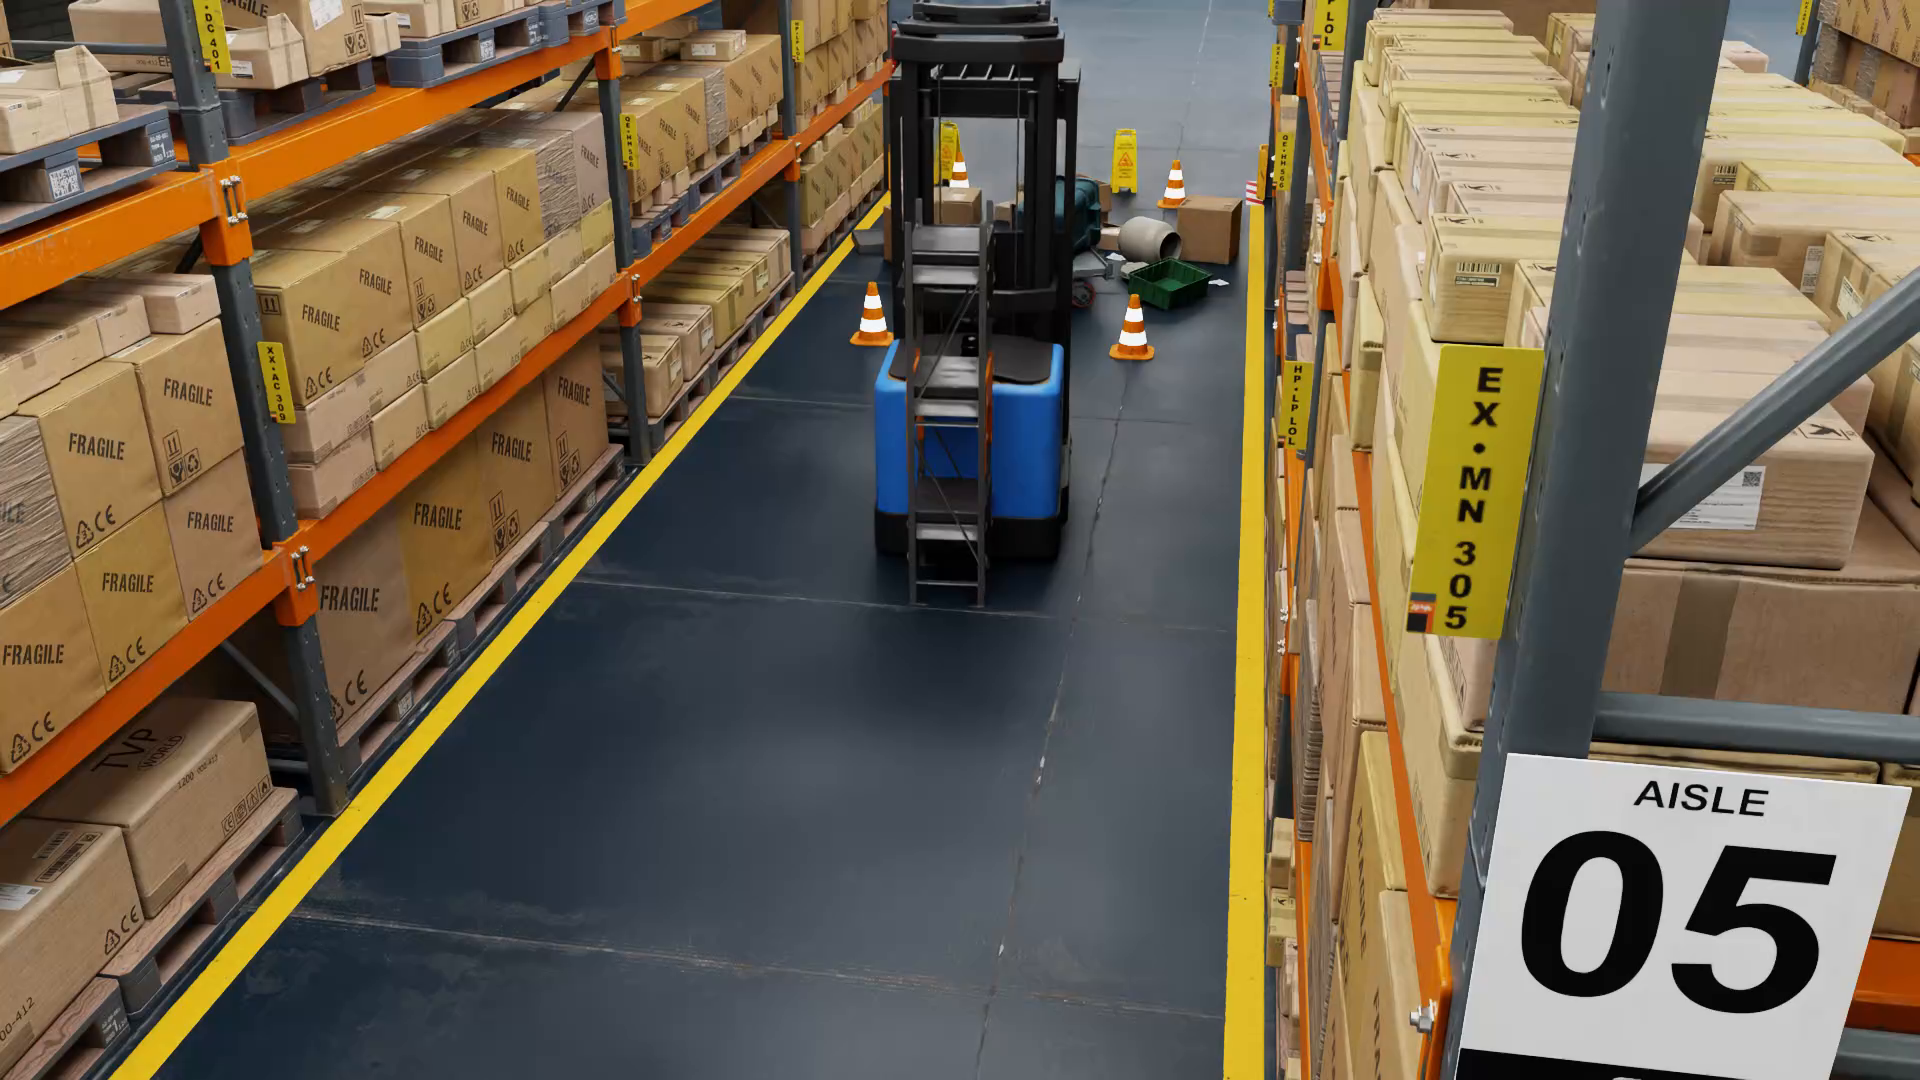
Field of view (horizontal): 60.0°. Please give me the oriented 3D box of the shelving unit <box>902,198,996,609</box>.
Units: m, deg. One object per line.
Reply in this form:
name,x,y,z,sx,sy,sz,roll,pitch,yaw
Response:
shelving unit,-0.050,-0.693,8.754,0.431,2.100,0.503,2,25,4

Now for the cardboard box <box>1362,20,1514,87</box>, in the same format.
cardboard box,1.365,-1.392,4.765,0.380,0.149,0.250,3,25,6

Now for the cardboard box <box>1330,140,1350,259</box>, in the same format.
cardboard box,1.393,-1.027,5.044,0.500,0.250,0.500,5,26,11

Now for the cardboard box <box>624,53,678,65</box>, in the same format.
cardboard box,-2.399,-3.337,12.376,0.500,0.500,0.500,4,25,8

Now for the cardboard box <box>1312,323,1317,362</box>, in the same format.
cardboard box,1.896,-0.933,8.006,0.380,0.149,0.250,4,25,9

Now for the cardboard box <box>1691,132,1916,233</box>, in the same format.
cardboard box,1.636,-0.703,3.293,0.380,0.149,0.250,5,26,10

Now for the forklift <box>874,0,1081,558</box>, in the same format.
forklift,0.156,-1.817,10.174,1.130,2.935,3.031,2,25,4

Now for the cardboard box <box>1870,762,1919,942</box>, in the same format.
cardboard box,1.401,0.301,2.207,0.500,0.250,0.500,5,26,10

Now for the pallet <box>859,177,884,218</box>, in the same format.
pallet,-1.390,-3.599,17.189,1.003,0.211,1.213,4,25,9

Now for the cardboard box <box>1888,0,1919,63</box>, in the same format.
cardboard box,7.878,-4.130,13.386,0.500,0.500,0.500,4,25,9

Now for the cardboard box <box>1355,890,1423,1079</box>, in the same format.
cardboard box,0.905,0.920,2.598,0.500,0.500,0.500,4,25,7

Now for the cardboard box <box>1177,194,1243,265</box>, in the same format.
cardboard box,2.278,-2.847,15.239,0.500,0.500,0.500,8,26,18

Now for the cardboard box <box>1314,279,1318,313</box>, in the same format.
cardboard box,1.940,-1.172,8.166,0.380,0.149,0.250,4,25,9

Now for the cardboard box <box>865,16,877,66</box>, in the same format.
cardboard box,-1.113,-4.956,16.330,0.500,0.500,0.500,4,25,9

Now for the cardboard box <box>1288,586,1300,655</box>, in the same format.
cardboard box,1.360,0.298,5.871,0.380,0.149,0.250,5,26,10

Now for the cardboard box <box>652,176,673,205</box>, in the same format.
cardboard box,-2.111,-2.312,10.951,0.380,0.149,0.250,2,25,5

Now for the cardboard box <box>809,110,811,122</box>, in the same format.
cardboard box,-1.506,-3.663,14.333,0.380,0.149,0.250,5,26,10

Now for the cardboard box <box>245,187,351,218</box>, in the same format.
cardboard box,-3.166,-1.342,7.781,0.500,0.500,0.500,5,26,10

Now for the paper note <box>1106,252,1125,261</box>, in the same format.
paper note,1.453,-2.604,15.286,0.172,0.023,0.155,13,28,26

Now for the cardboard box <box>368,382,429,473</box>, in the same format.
cardboard box,-2.756,-0.526,7.513,0.500,0.250,0.500,3,25,7

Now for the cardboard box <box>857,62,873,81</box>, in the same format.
cardboard box,-1.067,-4.617,16.371,0.380,0.149,0.250,4,25,9

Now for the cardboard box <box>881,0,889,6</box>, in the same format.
cardboard box,-1.078,-5.635,16.602,0.700,0.500,0.500,3,25,7

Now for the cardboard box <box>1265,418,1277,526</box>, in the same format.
cardboard box,2.015,-0.364,9.443,0.500,0.500,0.500,3,25,6

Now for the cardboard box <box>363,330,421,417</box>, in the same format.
cardboard box,-2.763,-0.755,7.412,0.500,0.250,0.500,4,25,9

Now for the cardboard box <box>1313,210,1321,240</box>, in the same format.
cardboard box,2.075,-1.638,8.810,0.380,0.149,0.250,3,25,7

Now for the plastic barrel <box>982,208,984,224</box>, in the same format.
plastic barrel,-0.054,-3.095,15.863,0.421,0.421,0.512,-20,32,-36

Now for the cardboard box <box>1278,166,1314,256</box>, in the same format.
cardboard box,2.274,-2.045,10.463,0.500,0.500,0.500,4,25,9

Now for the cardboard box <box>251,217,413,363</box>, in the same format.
cardboard box,-2.760,-1.089,7.241,0.500,0.500,0.500,4,25,8

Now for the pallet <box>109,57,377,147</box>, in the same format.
pallet,-3.070,-1.871,6.896,0.805,0.209,1.217,3,25,6

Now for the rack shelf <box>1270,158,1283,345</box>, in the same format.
rack shelf,2.710,-2.095,11.536,1.077,0.370,4.000,4,25,9

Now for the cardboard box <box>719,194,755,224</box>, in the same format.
cardboard box,-2.032,-3.108,14.716,0.500,0.500,0.500,4,25,8

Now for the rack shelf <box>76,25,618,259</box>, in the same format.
rack shelf,-2.844,-2.081,7.968,1.077,0.370,4.000,4,25,9

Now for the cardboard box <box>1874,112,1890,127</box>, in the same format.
cardboard box,7.918,-3.494,13.973,0.380,0.149,0.250,4,25,9

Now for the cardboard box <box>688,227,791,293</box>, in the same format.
cardboard box,-1.947,-2.338,13.812,0.950,0.372,0.625,4,25,9

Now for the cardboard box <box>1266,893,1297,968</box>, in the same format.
cardboard box,1.309,1.431,6.022,0.380,0.149,0.250,5,26,10

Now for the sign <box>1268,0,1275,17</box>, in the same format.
sign,3.144,-5.399,16.632,0.100,0.325,0.005,4,25,9

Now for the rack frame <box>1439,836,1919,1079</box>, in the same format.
rack frame,1.075,1.762,2.448,1.000,3.000,0.127,4,25,9

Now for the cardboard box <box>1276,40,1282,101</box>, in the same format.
cardboard box,3.390,-4.383,15.398,0.875,0.550,0.550,4,25,9

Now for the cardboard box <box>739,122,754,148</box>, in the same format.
cardboard box,-1.781,-3.074,12.580,0.380,0.149,0.250,4,25,9

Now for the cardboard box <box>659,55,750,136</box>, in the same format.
cardboard box,-1.883,-3.296,12.289,0.500,0.500,0.500,5,26,10

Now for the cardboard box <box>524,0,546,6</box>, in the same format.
cardboard box,-2.492,-3.052,8.580,0.700,0.500,0.500,3,25,6

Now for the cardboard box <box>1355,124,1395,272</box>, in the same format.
cardboard box,1.232,-0.826,4.026,0.500,0.250,0.500,4,25,9

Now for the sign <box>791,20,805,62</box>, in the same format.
sign,-1.315,-4.045,13.488,0.100,0.325,0.005,4,25,9

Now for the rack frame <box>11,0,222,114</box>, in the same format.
rack frame,-3.171,-2.929,5.393,1.000,3.000,0.127,4,25,9

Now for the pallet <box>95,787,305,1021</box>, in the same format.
pallet,-3.373,1.364,6.588,1.003,0.211,1.213,4,25,9

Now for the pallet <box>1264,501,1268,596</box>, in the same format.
pallet,2.254,0.005,9.490,1.003,0.211,1.213,4,25,9

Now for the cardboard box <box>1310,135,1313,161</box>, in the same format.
cardboard box,2.629,-2.696,10.674,0.700,0.500,0.500,4,25,8

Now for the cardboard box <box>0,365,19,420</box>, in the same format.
cardboard box,-3.137,-0.432,5.073,0.380,0.149,0.250,4,25,8

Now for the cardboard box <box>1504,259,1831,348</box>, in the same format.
cardboard box,1.018,-0.299,2.429,0.380,0.149,0.250,3,25,7

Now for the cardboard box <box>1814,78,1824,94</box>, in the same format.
cardboard box,8.225,-4.225,15.533,0.380,0.149,0.250,4,25,9

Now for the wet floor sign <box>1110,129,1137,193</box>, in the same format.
wet floor sign,1.741,-4.013,17.563,0.267,0.644,0.232,0,25,-1

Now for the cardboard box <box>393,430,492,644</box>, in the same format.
cardboard box,-3.009,-0.083,8.400,0.875,0.875,0.875,5,26,10

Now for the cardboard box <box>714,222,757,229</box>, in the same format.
cardboard box,-2.032,-2.769,14.875,0.500,0.250,0.500,5,26,11
